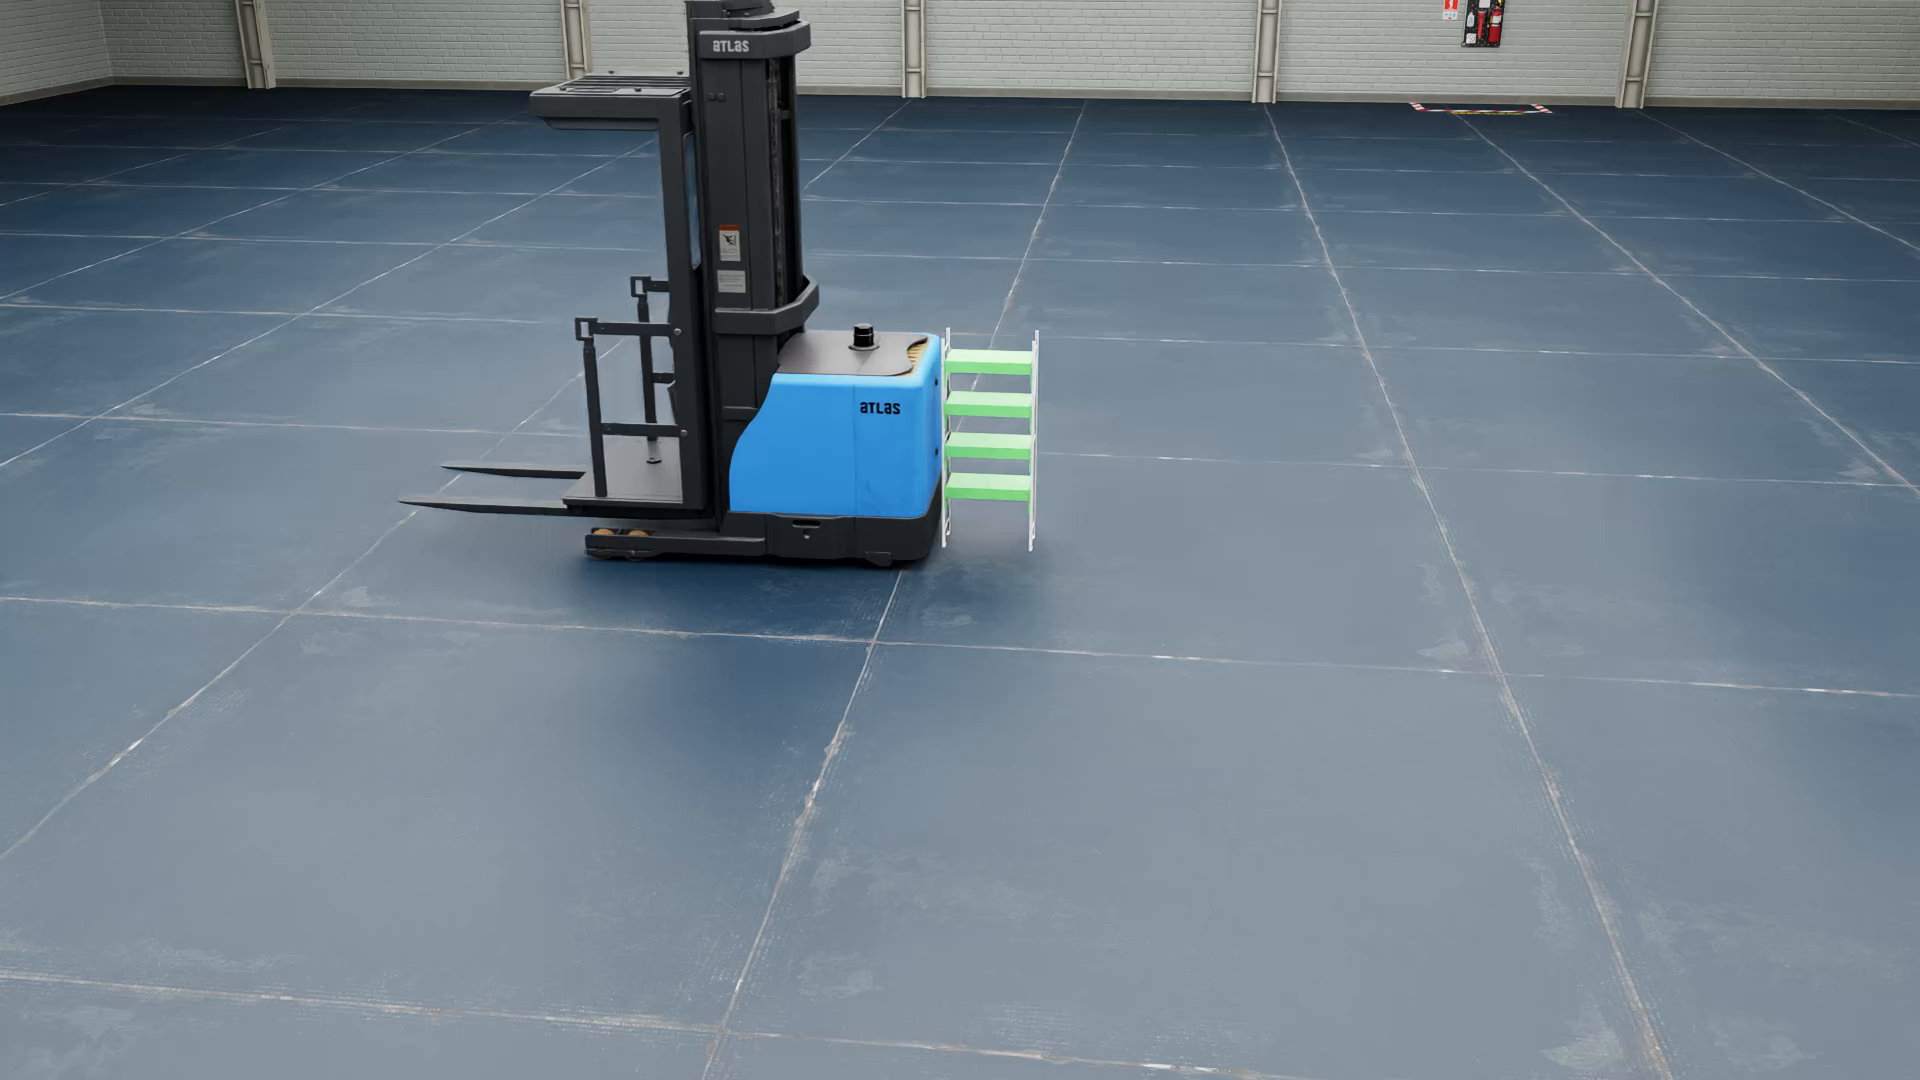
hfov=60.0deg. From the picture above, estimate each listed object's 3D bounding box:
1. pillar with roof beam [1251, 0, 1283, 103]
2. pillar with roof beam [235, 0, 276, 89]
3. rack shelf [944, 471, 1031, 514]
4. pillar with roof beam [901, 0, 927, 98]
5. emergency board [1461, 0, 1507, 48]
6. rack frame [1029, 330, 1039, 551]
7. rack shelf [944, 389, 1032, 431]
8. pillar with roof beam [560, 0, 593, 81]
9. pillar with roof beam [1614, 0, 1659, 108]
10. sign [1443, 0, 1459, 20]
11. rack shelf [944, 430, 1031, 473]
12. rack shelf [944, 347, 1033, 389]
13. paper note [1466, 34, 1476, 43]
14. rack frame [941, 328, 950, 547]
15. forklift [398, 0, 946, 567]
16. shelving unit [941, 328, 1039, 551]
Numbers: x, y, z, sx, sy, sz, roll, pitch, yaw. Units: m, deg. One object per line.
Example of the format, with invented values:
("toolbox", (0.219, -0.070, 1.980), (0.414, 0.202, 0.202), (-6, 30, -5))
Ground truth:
("pillar with roof beam", (4.660, -10.081, 22.700), (0.400, 9.000, 9.100), (2, 22, 6))
("pillar with roof beam", (-13.215, -10.860, 24.670), (0.400, 9.000, 9.100), (2, 22, 6))
("rack shelf", (0.164, -0.268, 9.313), (0.480, 0.148, 0.258), (2, 22, 6))
("pillar with roof beam", (-1.299, -10.341, 23.357), (0.400, 9.000, 9.100), (2, 22, 6))
("emergency board", (8.675, -8.724, 27.428), (0.643, 1.169, 0.194), (2, 22, 6))
("rack frame", (0.407, -0.540, 9.174), (0.015, 1.200, 0.240), (2, 22, 6))
("rack shelf", (0.164, -0.715, 9.136), (0.480, 0.148, 0.258), (2, 22, 6))
("pillar with roof beam", (-7.257, -10.601, 24.013), (0.400, 9.000, 9.100), (2, 22, 6))
("pillar with roof beam", (10.618, -9.822, 22.044), (0.400, 9.000, 9.100), (2, 22, 6))
("sign", (8.138, -8.803, 27.577), (0.234, 0.329, 0.001), (2, 22, 6))
("rack shelf", (0.164, -0.491, 9.225), (0.480, 0.148, 0.258), (2, 22, 6))
("rack shelf", (0.164, -0.938, 9.048), (0.480, 0.148, 0.258), (2, 22, 6))
("paper note", (8.508, -8.348, 27.673), (0.142, 0.148, 0.016), (2, 22, 6))
("rack frame", (-0.078, -0.561, 9.228), (0.015, 1.200, 0.240), (2, 22, 6))
("forklift", (-1.635, -1.435, 9.084), (3.031, 2.935, 1.130), (2, 22, 6))
("shelving unit", (0.164, -0.551, 9.201), (0.503, 1.200, 0.258), (2, 22, 6))
